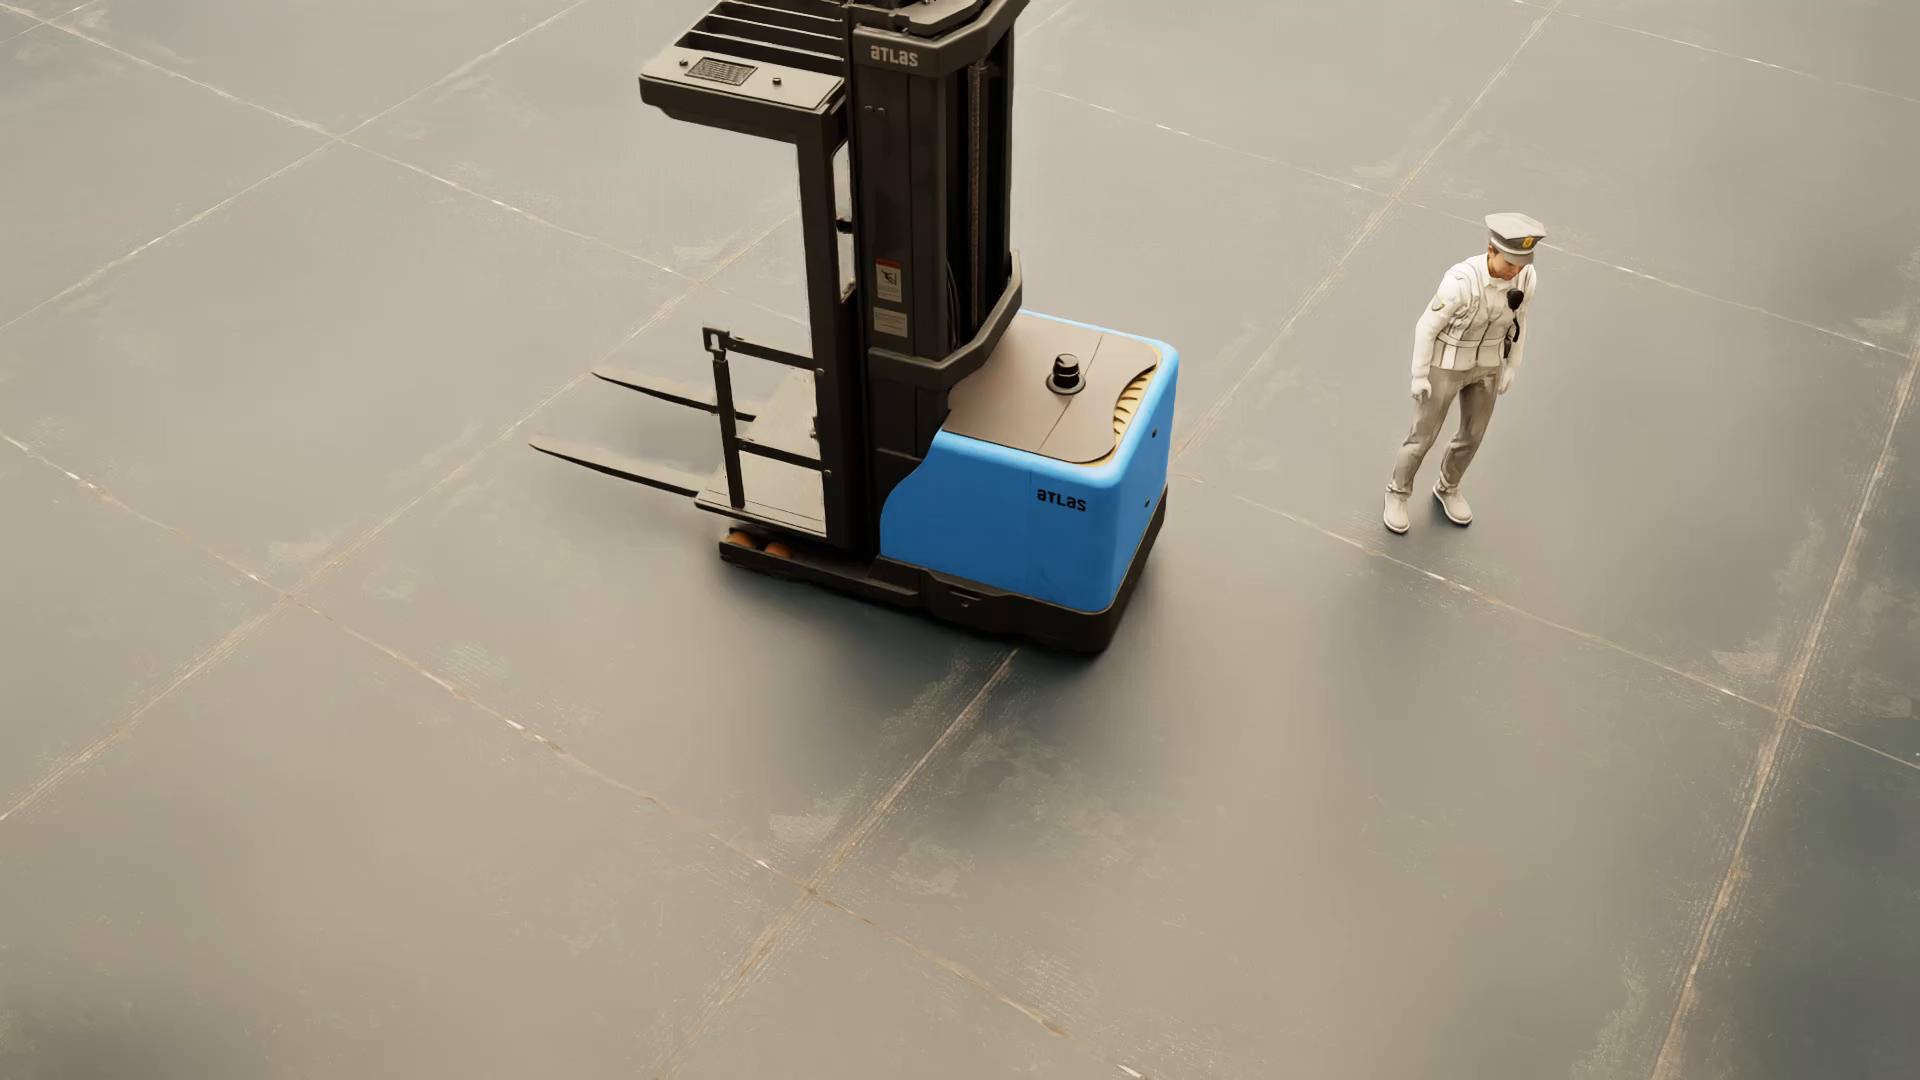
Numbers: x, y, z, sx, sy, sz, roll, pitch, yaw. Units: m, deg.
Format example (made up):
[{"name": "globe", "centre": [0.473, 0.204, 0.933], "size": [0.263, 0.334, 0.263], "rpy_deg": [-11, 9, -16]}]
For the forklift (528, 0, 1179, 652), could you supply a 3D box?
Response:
[{"name": "forklift", "centre": [-0.590, -1.210, 7.125], "size": [3.031, 2.935, 1.130], "rpy_deg": [15, 46, 15]}]

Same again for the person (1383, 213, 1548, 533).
[{"name": "person", "centre": [2.304, -0.772, 7.587], "size": [0.534, 1.662, 0.375], "rpy_deg": [-7, 44, -7]}]
